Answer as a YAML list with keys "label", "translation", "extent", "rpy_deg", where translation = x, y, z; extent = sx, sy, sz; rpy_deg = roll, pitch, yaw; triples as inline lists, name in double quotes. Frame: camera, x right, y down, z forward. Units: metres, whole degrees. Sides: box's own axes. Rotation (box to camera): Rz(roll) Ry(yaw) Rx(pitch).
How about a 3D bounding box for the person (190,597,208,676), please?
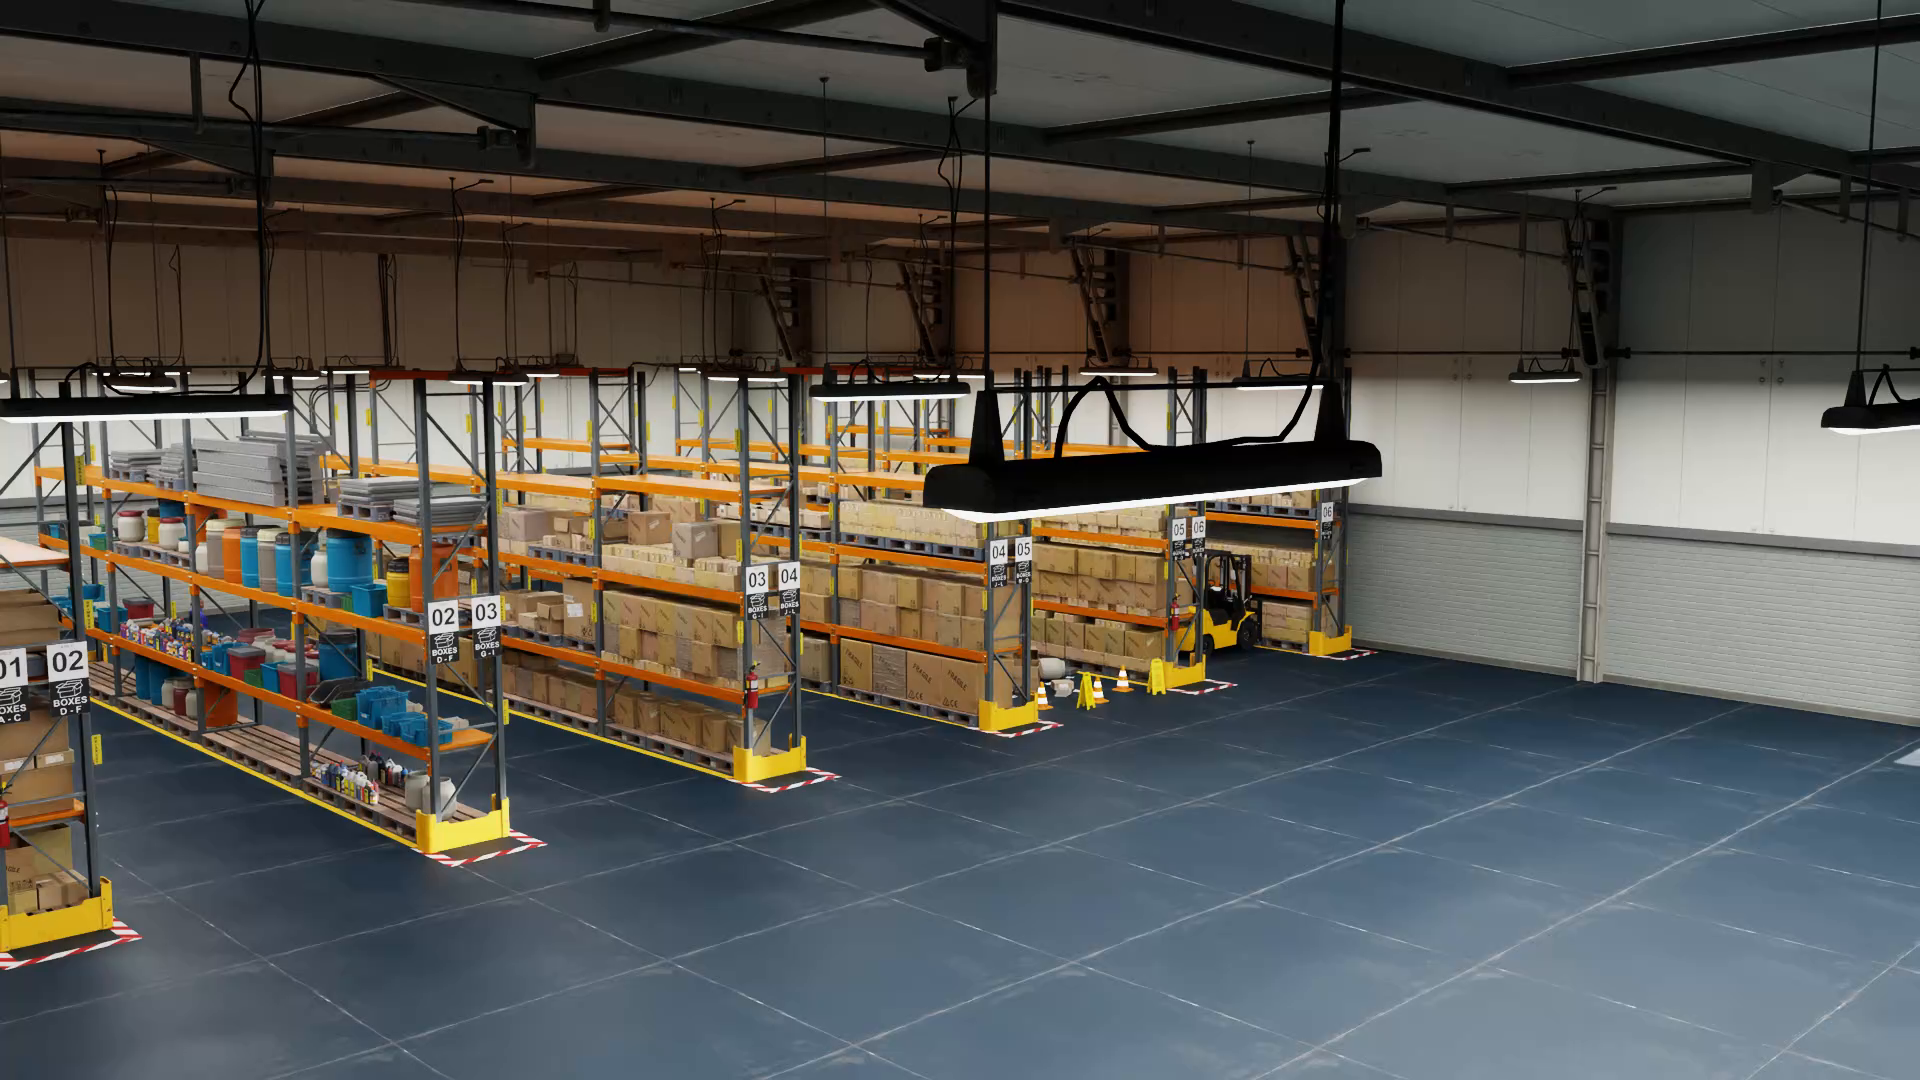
- label: "person"
  translation: [-14.608, 1.914, 31.962]
  extent: [0.497, 1.698, 0.317]
  rpy_deg: [5, 8, 36]

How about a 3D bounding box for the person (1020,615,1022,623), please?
- label: "person"
  translation: [1.234, 1.186, 37.765]
  extent: [0.607, 1.821, 0.532]
  rpy_deg: [5, 8, 38]
